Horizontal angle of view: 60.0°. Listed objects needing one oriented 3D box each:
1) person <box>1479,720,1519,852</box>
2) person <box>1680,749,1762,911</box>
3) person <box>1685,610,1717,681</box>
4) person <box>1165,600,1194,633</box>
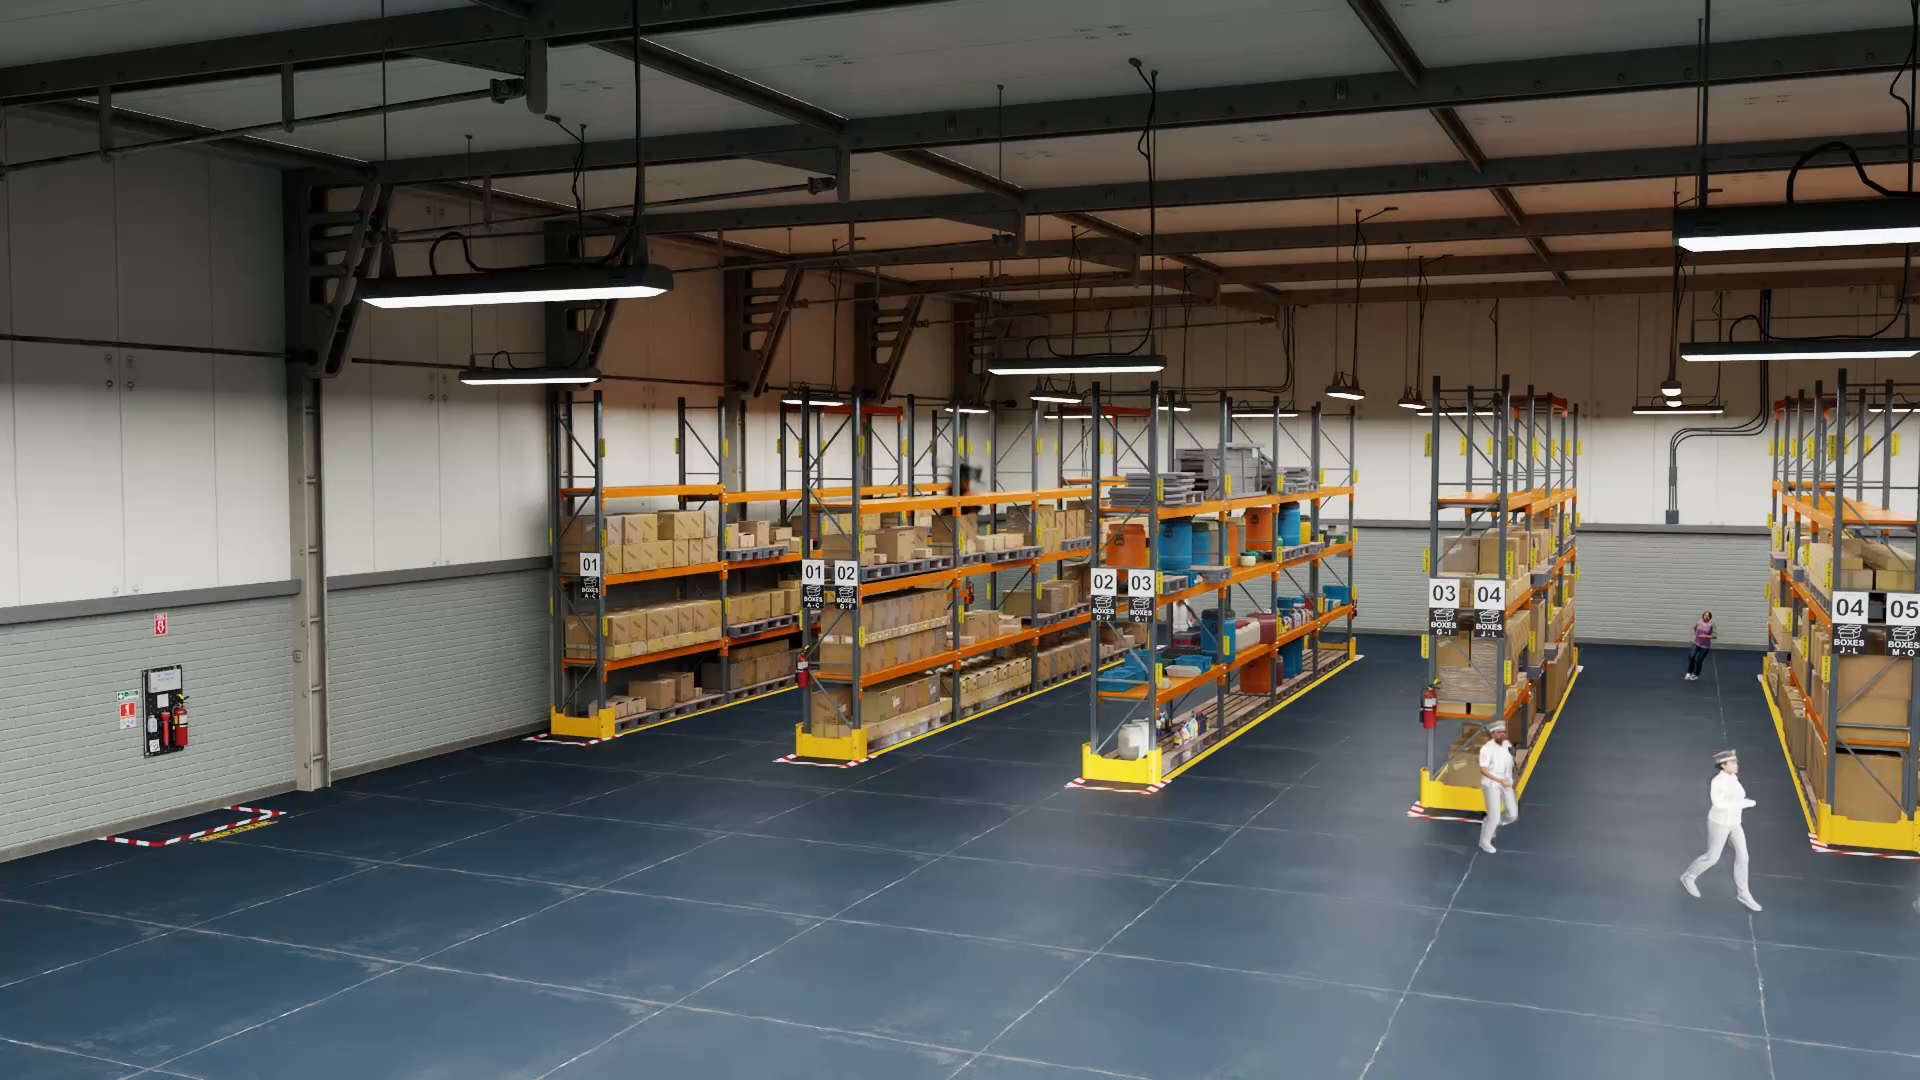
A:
[{"bbox_3d":[6.692,3.043,20.569,0.601,1.660,0.609,-1,3,-20],"label":"person"},{"bbox_3d":[8.332,3.130,18.195,0.605,1.722,0.866,-2,4,-38],"label":"person"},{"bbox_3d":[15.870,2.263,35.565,0.627,1.530,0.596,2,4,38],"label":"person"},{"bbox_3d":[4.979,2.040,37.760,0.656,1.782,0.899,1,3,10],"label":"person"}]
